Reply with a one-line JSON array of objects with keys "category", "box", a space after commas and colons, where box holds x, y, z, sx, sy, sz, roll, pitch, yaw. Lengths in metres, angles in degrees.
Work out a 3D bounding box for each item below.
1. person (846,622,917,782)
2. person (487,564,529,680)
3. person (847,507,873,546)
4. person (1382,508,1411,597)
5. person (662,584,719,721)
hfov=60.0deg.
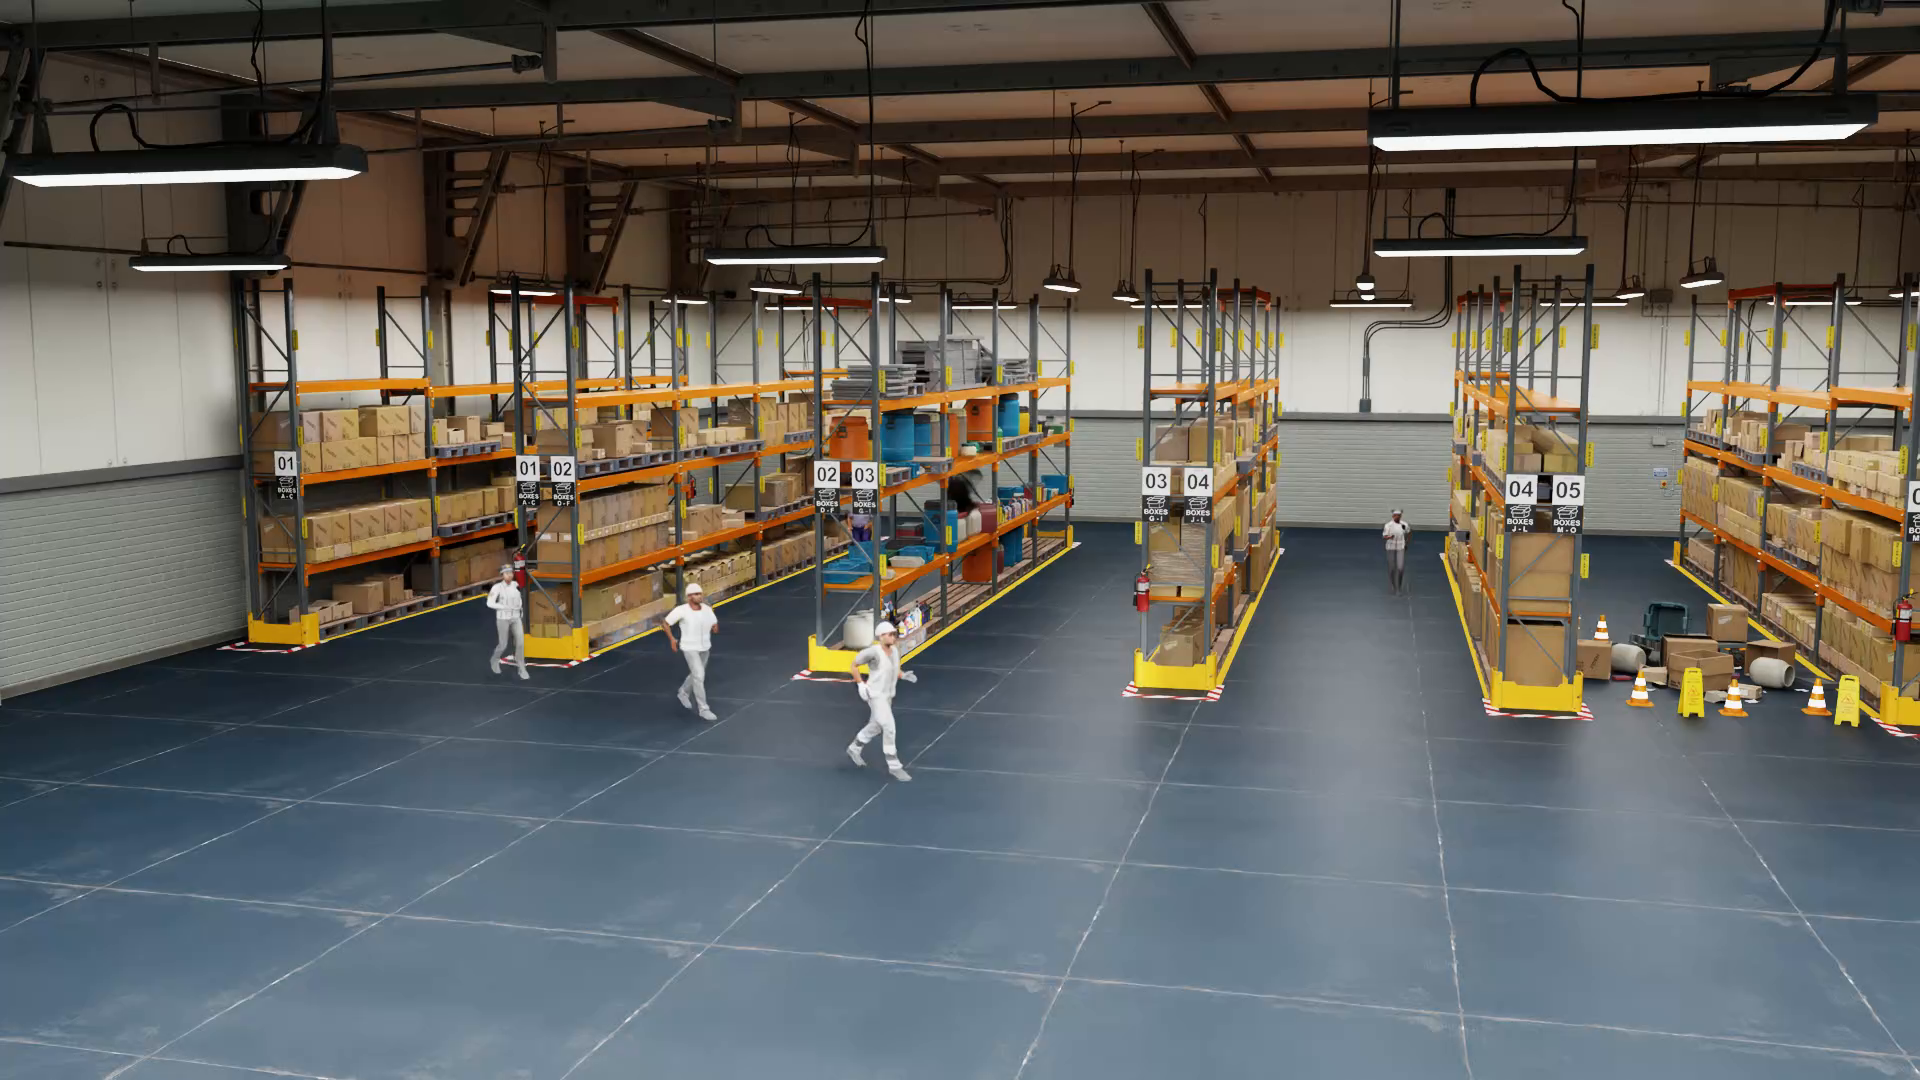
[{"category": "person", "box": [-0.941, 1.823, 19.163, 0.967, 1.805, 0.597, 4, 8, 30]}, {"category": "person", "box": [-6.703, 1.193, 24.700, 0.813, 1.711, 0.643, 6, 9, 40]}, {"category": "person", "box": [-2.027, -0.143, 34.049, 0.607, 1.583, 0.482, 0, 7, 1]}, {"category": "person", "box": [8.614, 0.233, 32.831, 0.556, 1.756, 0.714, 2, 7, 15]}, {"category": "person", "box": [-3.508, 1.451, 22.093, 0.966, 1.760, 0.705, 6, 9, 43]}]
